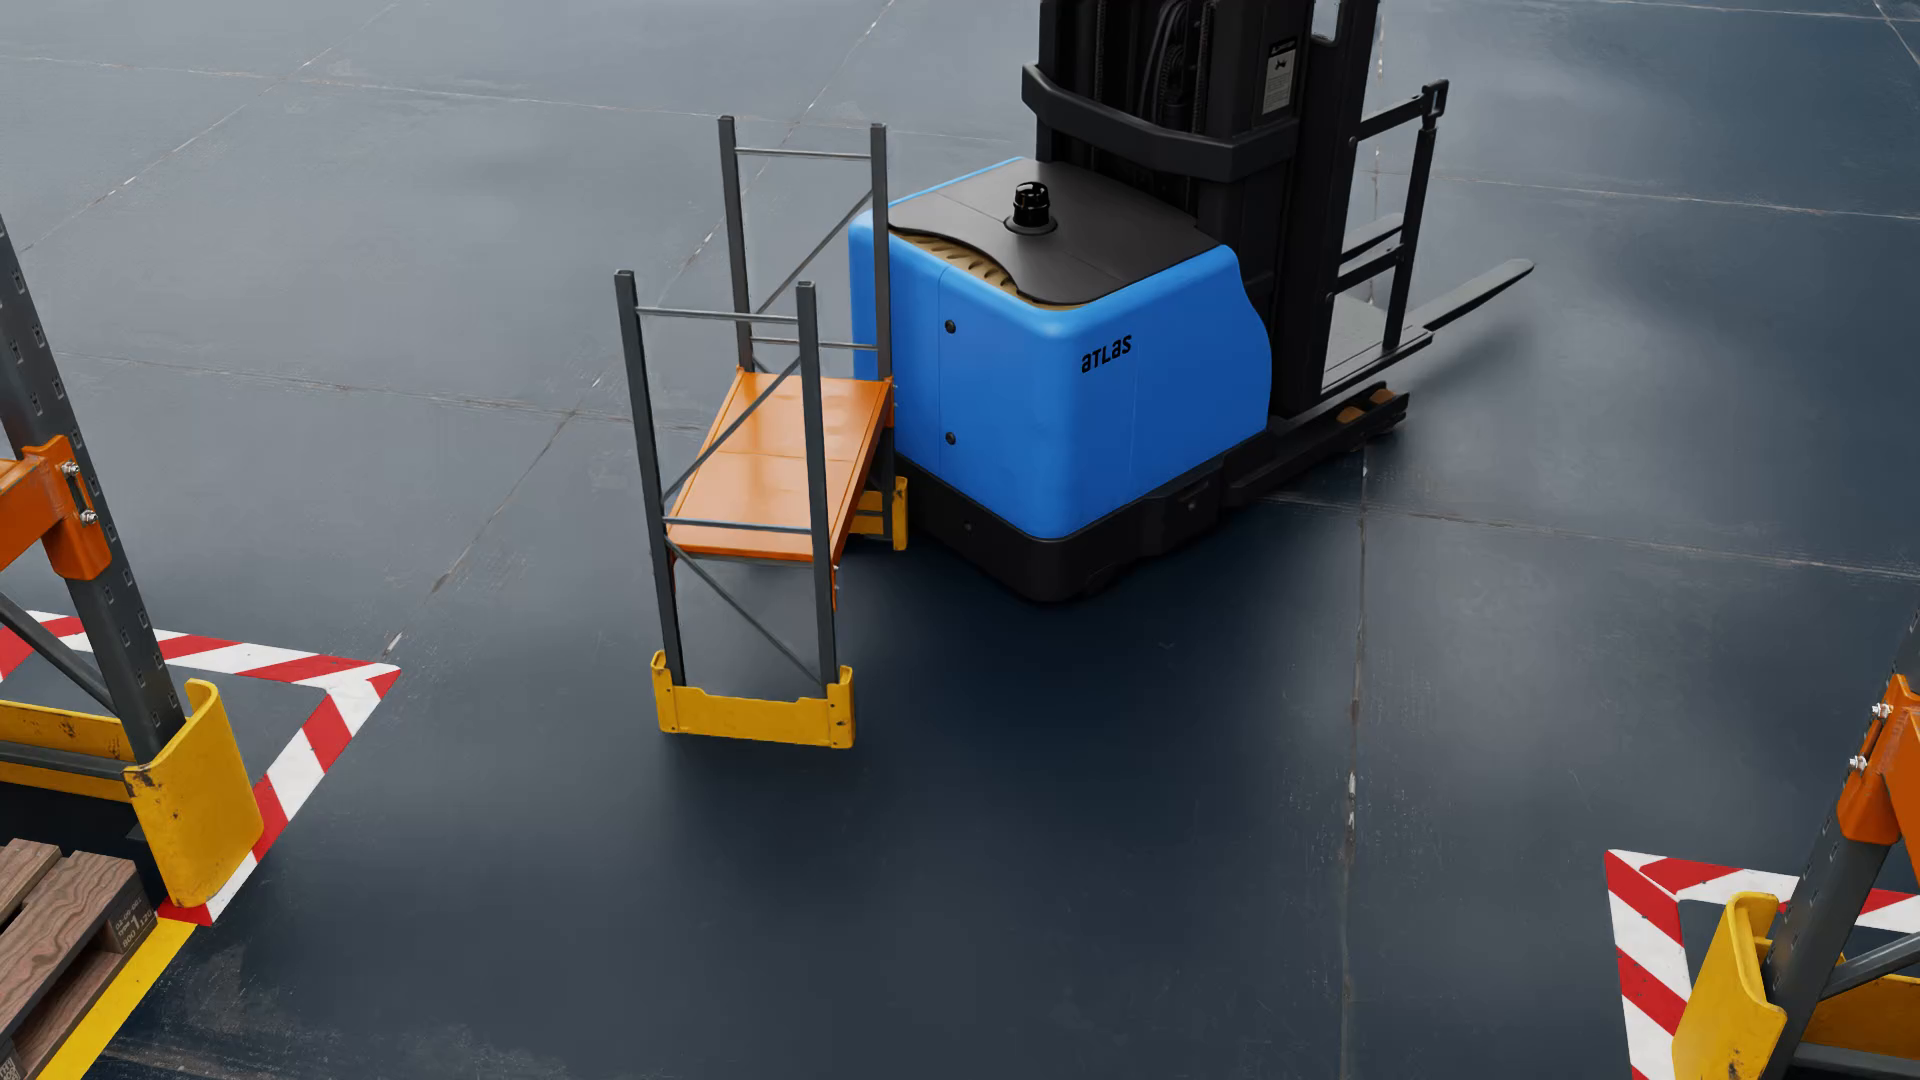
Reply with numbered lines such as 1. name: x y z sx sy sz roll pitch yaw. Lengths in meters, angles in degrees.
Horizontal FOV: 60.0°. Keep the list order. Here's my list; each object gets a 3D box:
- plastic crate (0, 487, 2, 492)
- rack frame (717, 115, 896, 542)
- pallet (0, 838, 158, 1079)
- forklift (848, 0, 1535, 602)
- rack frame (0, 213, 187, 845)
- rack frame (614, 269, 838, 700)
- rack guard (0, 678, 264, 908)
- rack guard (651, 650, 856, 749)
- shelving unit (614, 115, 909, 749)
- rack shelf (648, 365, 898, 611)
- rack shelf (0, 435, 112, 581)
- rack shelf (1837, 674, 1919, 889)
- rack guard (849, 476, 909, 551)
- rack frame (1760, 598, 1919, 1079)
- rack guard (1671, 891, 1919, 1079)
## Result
1. plastic crate: -2.378 -0.069 3.416 0.499 0.251 0.616 7 37 10
2. rack frame: -0.468 -0.627 5.337 0.500 1.500 0.032 5 36 6
3. pallet: -2.713 1.190 3.928 1.003 0.211 1.213 7 37 10
4. forklift: 1.059 -1.722 5.628 3.031 2.935 1.130 -28 44 -33
5. rack frame: -2.564 -0.454 3.820 1.000 3.000 0.127 7 37 10
6. rack frame: -0.604 -0.036 4.521 0.500 1.500 0.032 5 36 6
7. rack guard: -2.534 0.608 4.485 1.175 0.500 0.348 7 37 10
8. rack guard: -0.604 0.470 4.889 0.587 0.250 0.087 5 36 6
9. shelving unit: -0.537 -0.326 4.922 0.587 1.500 1.083 5 36 6
10. rack shelf: -0.536 -0.186 5.035 0.538 0.185 1.000 5 36 6
11. rack shelf: -2.991 0.984 2.449 1.077 0.370 4.000 7 37 10
12. rack shelf: 1.847 1.607 1.589 1.077 0.370 4.000 7 37 10
13. rack guard: -0.470 -0.110 5.688 0.587 0.250 0.087 5 36 6
14. rack frame: 2.274 0.169 2.960 1.000 3.000 0.127 7 37 10
15. rack guard: 2.280 1.168 3.713 1.175 0.500 0.348 7 37 10
